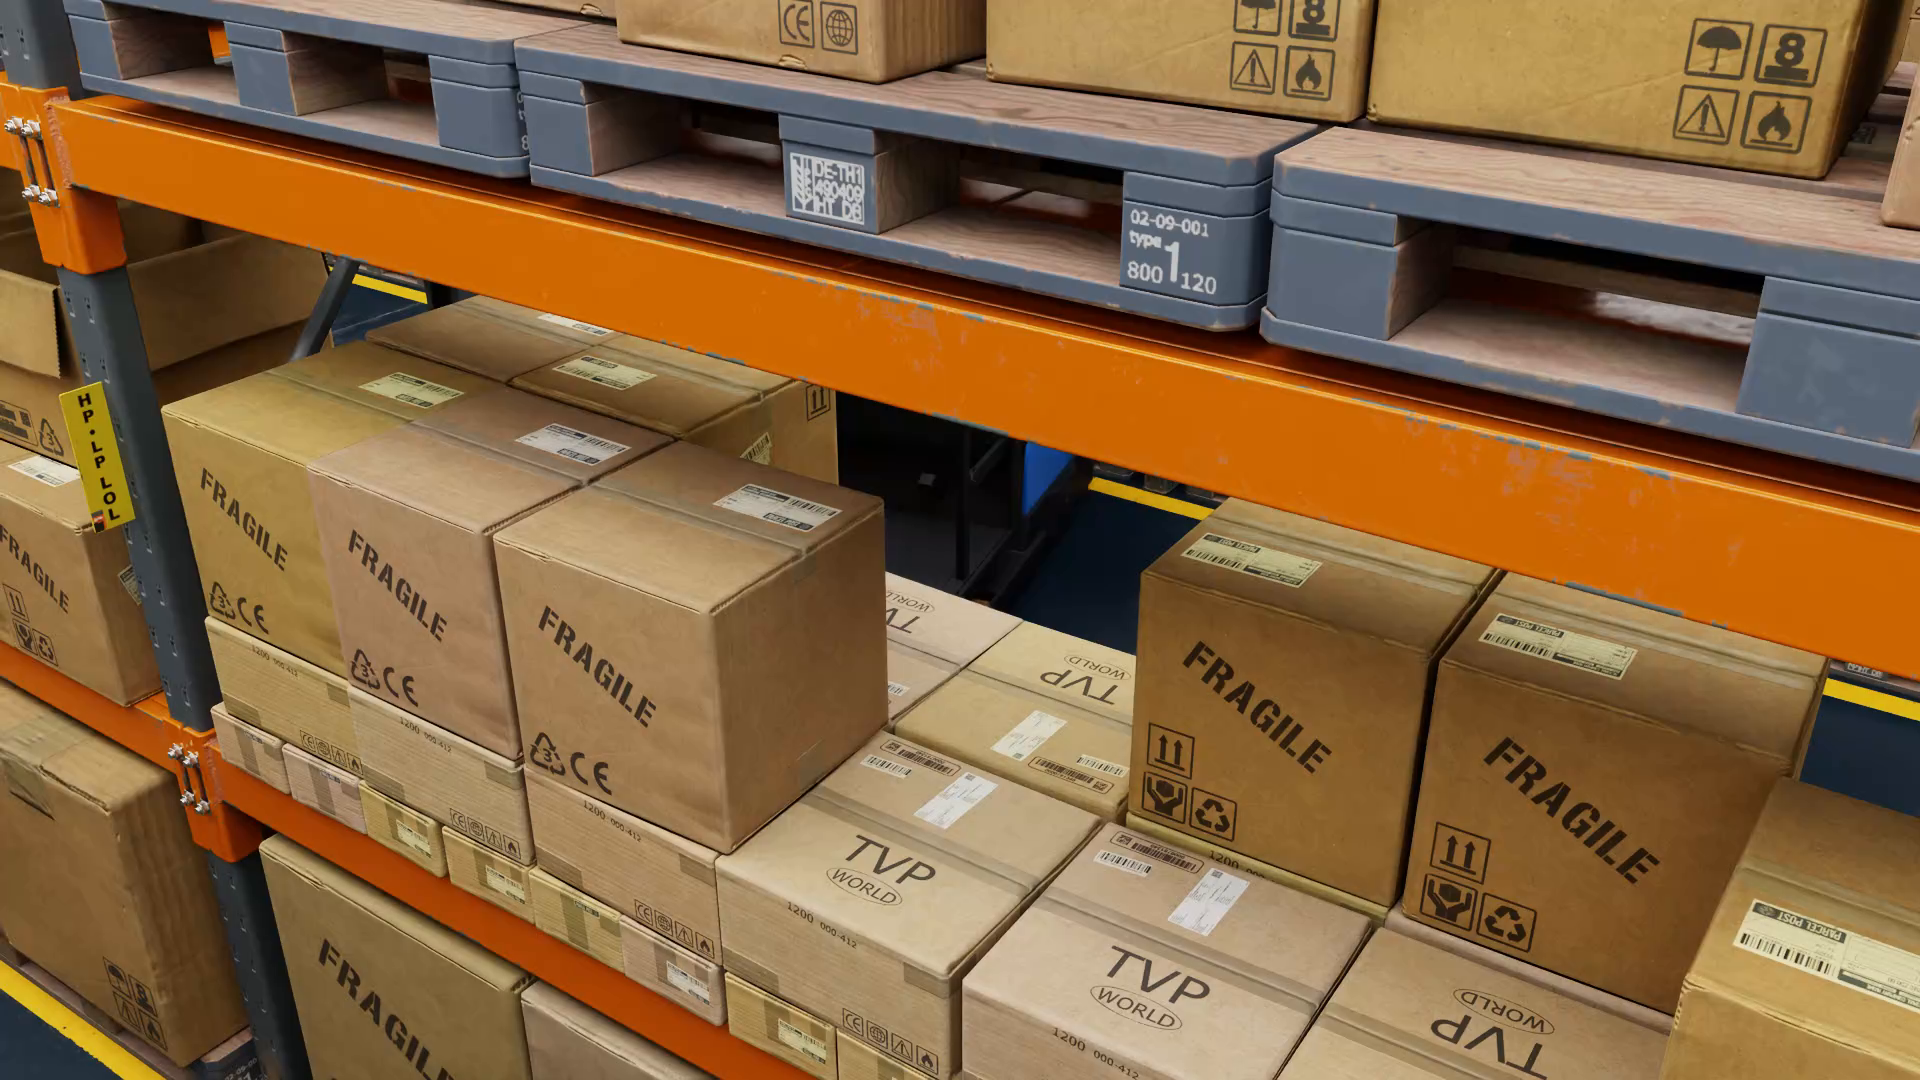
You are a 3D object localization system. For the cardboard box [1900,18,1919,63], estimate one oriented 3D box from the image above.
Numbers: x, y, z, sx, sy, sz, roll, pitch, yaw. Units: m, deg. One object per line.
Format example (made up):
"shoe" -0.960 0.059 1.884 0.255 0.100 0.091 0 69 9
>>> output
"cardboard box" 5.983 -2.898 10.026 0.500 0.500 0.500 18 32 31

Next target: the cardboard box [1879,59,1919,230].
"cardboard box" 1.274 -0.602 1.634 0.500 0.500 0.700 15 31 27

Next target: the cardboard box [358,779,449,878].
"cardboard box" -1.075 0.545 3.649 0.250 0.149 0.380 18 32 32

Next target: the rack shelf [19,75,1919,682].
"rack shelf" 0.084 -0.405 2.724 4.000 0.370 1.077 17 32 30

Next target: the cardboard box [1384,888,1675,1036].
"cardboard box" 1.058 0.704 2.897 0.500 0.250 0.500 17 31 30

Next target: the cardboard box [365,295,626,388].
"cardboard box" -1.034 -0.284 4.012 0.500 0.500 0.500 18 32 32

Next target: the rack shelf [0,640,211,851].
"rack shelf" -3.213 -0.095 5.423 4.000 0.370 1.077 17 32 30

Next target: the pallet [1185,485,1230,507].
"pallet" 1.868 -0.337 8.179 1.213 0.211 1.003 17 32 30

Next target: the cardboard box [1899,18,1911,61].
"cardboard box" 5.568 -3.027 10.280 0.500 0.500 0.500 17 31 30

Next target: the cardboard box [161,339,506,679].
"cardboard box" -1.315 -0.084 3.618 0.500 0.500 0.500 17 32 30

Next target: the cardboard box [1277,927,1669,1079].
"cardboard box" 0.765 0.904 2.505 0.500 0.250 0.500 17 31 29

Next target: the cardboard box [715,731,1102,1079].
"cardboard box" -0.086 0.641 3.021 0.500 0.250 0.500 17 32 30

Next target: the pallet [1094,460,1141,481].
"pallet" 0.627 -0.725 8.942 1.213 0.211 1.003 17 32 30

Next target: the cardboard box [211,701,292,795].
"cardboard box" -1.509 0.410 3.914 0.250 0.149 0.380 17 32 30

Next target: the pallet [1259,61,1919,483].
"pallet" 1.115 -0.359 1.939 1.213 0.211 1.003 17 32 30

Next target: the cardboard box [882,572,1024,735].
"cardboard box" -0.203 0.310 3.670 0.500 0.250 0.500 18 32 31

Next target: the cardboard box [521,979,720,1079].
"cardboard box" -0.324 1.288 3.791 0.875 0.875 0.875 17 32 30

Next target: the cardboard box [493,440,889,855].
"cardboard box" -0.481 0.178 3.104 0.500 0.500 0.500 16 31 29

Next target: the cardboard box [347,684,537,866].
"cardboard box" -0.919 0.380 3.533 0.500 0.250 0.500 17 32 30

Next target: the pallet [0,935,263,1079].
"pallet" -2.243 1.171 5.217 1.213 0.211 1.003 17 32 30

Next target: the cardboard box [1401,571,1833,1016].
"cardboard box" 1.078 0.372 2.722 0.500 0.500 0.500 16 31 29

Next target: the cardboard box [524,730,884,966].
"cardboard box" -0.488 0.511 3.276 0.500 0.250 0.500 18 32 32

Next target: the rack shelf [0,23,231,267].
"rack shelf" -3.213 -1.432 4.743 4.000 0.370 1.077 17 32 30

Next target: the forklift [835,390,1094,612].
"forklift" -0.353 -1.028 6.539 1.130 2.935 3.031 10 29 19

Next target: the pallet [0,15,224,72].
"pallet" -2.348 -1.371 4.040 1.217 0.209 0.805 16 31 28

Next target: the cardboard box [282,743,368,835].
"cardboard box" -1.293 0.478 3.781 0.250 0.149 0.380 16 31 29

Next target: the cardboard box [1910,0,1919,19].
"cardboard box" 5.975 -3.340 9.793 0.500 0.500 0.500 18 32 32

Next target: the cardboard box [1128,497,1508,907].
"cardboard box" 0.647 0.242 2.979 0.500 0.500 0.500 16 31 29

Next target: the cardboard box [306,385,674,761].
"cardboard box" -0.913 0.046 3.363 0.500 0.500 0.500 17 32 30

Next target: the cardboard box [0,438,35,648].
"cardboard box" -2.509 -0.094 4.518 0.500 0.500 0.500 18 32 32

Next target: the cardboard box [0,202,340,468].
"cardboard box" -2.096 -0.555 4.317 0.637 0.503 0.797 16 31 29

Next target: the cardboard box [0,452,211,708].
"cardboard box" -2.105 0.035 4.263 0.500 0.500 0.500 17 32 30

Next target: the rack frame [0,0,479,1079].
"rack frame" -1.565 0.098 4.251 0.127 3.000 1.000 17 32 30

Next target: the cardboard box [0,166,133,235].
"cardboard box" -2.655 -0.735 4.671 0.637 0.503 0.797 18 32 31

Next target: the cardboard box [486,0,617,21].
"cardboard box" -0.445 -1.197 2.804 0.500 0.500 0.700 19 33 33

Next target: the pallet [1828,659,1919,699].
"pallet" 3.879 0.290 6.948 1.213 0.211 1.003 17 32 30

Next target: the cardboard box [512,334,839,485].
"cardboard box" -0.624 -0.154 3.756 0.500 0.500 0.500 18 32 31

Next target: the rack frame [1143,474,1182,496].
"rack frame" 1.240 -1.754 7.889 0.127 3.000 1.000 17 32 30

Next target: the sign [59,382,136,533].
"sign" -1.864 -0.178 3.602 0.005 0.325 0.100 17 32 30

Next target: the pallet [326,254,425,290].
"pallet" -3.676 -2.065 11.576 1.213 0.211 1.003 17 32 30

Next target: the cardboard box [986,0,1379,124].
"cardboard box" 0.424 -0.906 2.232 0.500 0.500 0.700 15 31 27

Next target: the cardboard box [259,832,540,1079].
"cardboard box" -1.066 1.057 4.245 0.875 0.875 0.875 17 32 30

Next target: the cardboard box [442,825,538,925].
"cardboard box" -0.857 0.612 3.517 0.250 0.149 0.380 16 31 29

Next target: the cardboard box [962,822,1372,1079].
"cardboard box" 0.345 0.773 2.761 0.500 0.250 0.500 16 31 29

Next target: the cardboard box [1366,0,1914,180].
"cardboard box" 0.878 -0.791 2.007 0.500 0.500 0.700 16 31 29

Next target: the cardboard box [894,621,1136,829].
"cardboard box" 0.212 0.442 3.412 0.500 0.250 0.500 17 31 29

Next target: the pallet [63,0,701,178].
"pallet" -0.896 -0.985 3.170 1.213 0.211 1.003 17 32 30

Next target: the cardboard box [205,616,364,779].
"cardboard box" -1.326 0.251 3.788 0.500 0.250 0.500 17 31 29

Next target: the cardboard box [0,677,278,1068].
"cardboard box" -2.103 0.701 4.945 0.875 0.875 1.225 17 32 30

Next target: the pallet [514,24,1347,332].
"pallet" 0.105 -0.672 2.554 1.213 0.211 1.003 17 32 30

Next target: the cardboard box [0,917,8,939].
"cardboard box" -2.841 0.472 5.396 0.875 0.875 1.225 16 31 29

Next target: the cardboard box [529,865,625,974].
"cardboard box" -0.646 0.677 3.389 0.250 0.149 0.380 17 31 30

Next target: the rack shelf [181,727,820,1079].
"rack shelf" 0.084 0.932 3.405 4.000 0.370 1.077 17 32 30

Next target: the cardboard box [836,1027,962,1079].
"cardboard box" -0.007 0.876 2.998 0.250 0.149 0.380 18 32 31

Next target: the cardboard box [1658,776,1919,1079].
"cardboard box" 1.182 0.698 2.081 0.500 0.500 0.500 18 32 31

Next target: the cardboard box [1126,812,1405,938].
"cardboard box" 0.645 0.574 3.153 0.500 0.250 0.500 16 31 29

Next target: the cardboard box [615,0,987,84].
"cardboard box" -0.094 -1.010 2.436 0.500 0.500 0.700 19 33 32

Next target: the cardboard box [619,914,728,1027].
"cardboard box" -0.440 0.743 3.260 0.250 0.149 0.380 18 32 31

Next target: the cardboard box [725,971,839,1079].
"cardboard box" -0.223 0.810 3.129 0.250 0.149 0.380 16 31 29
